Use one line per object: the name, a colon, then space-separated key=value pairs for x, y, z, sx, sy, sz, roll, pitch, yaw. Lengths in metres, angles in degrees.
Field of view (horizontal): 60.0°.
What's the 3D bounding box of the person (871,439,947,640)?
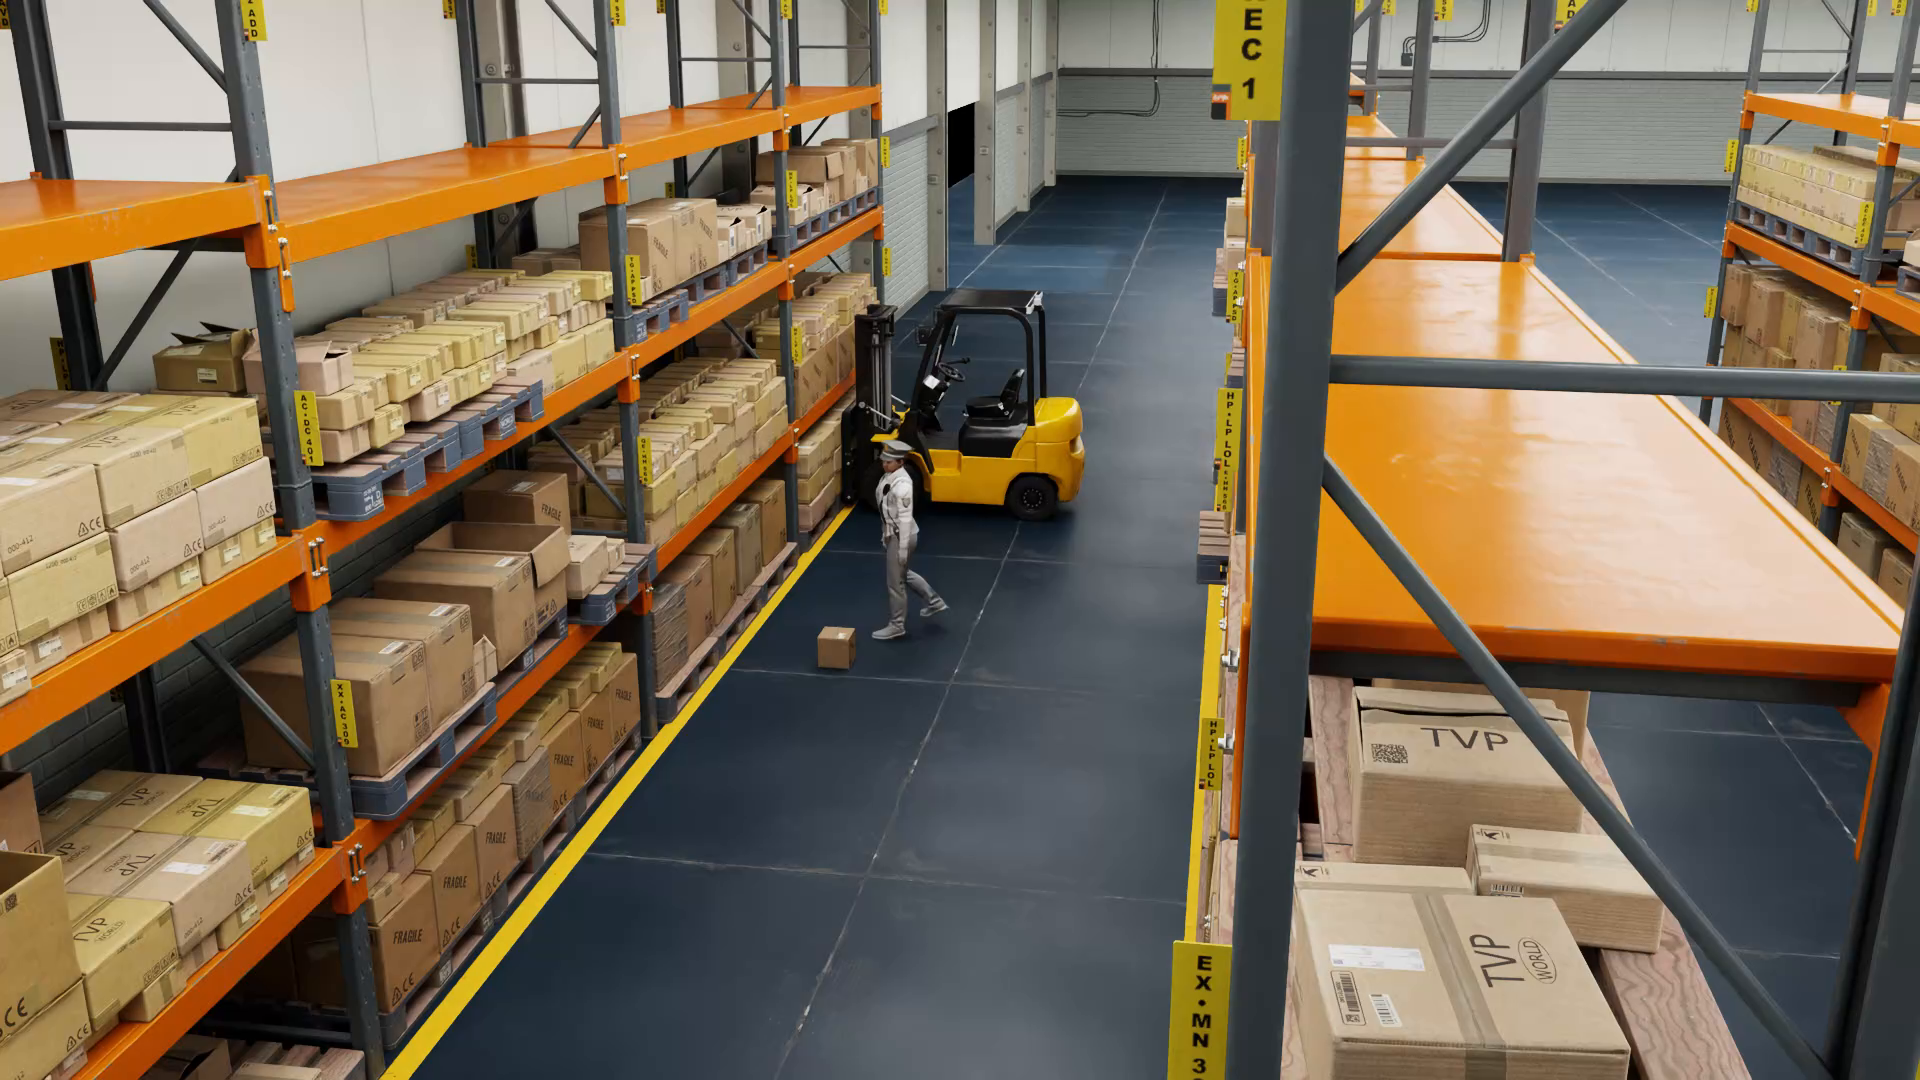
person: x=-0.414 y=-0.019 z=13.508 sx=0.655 sy=1.667 sz=0.500 roll=-3 pitch=18 yaw=-10
